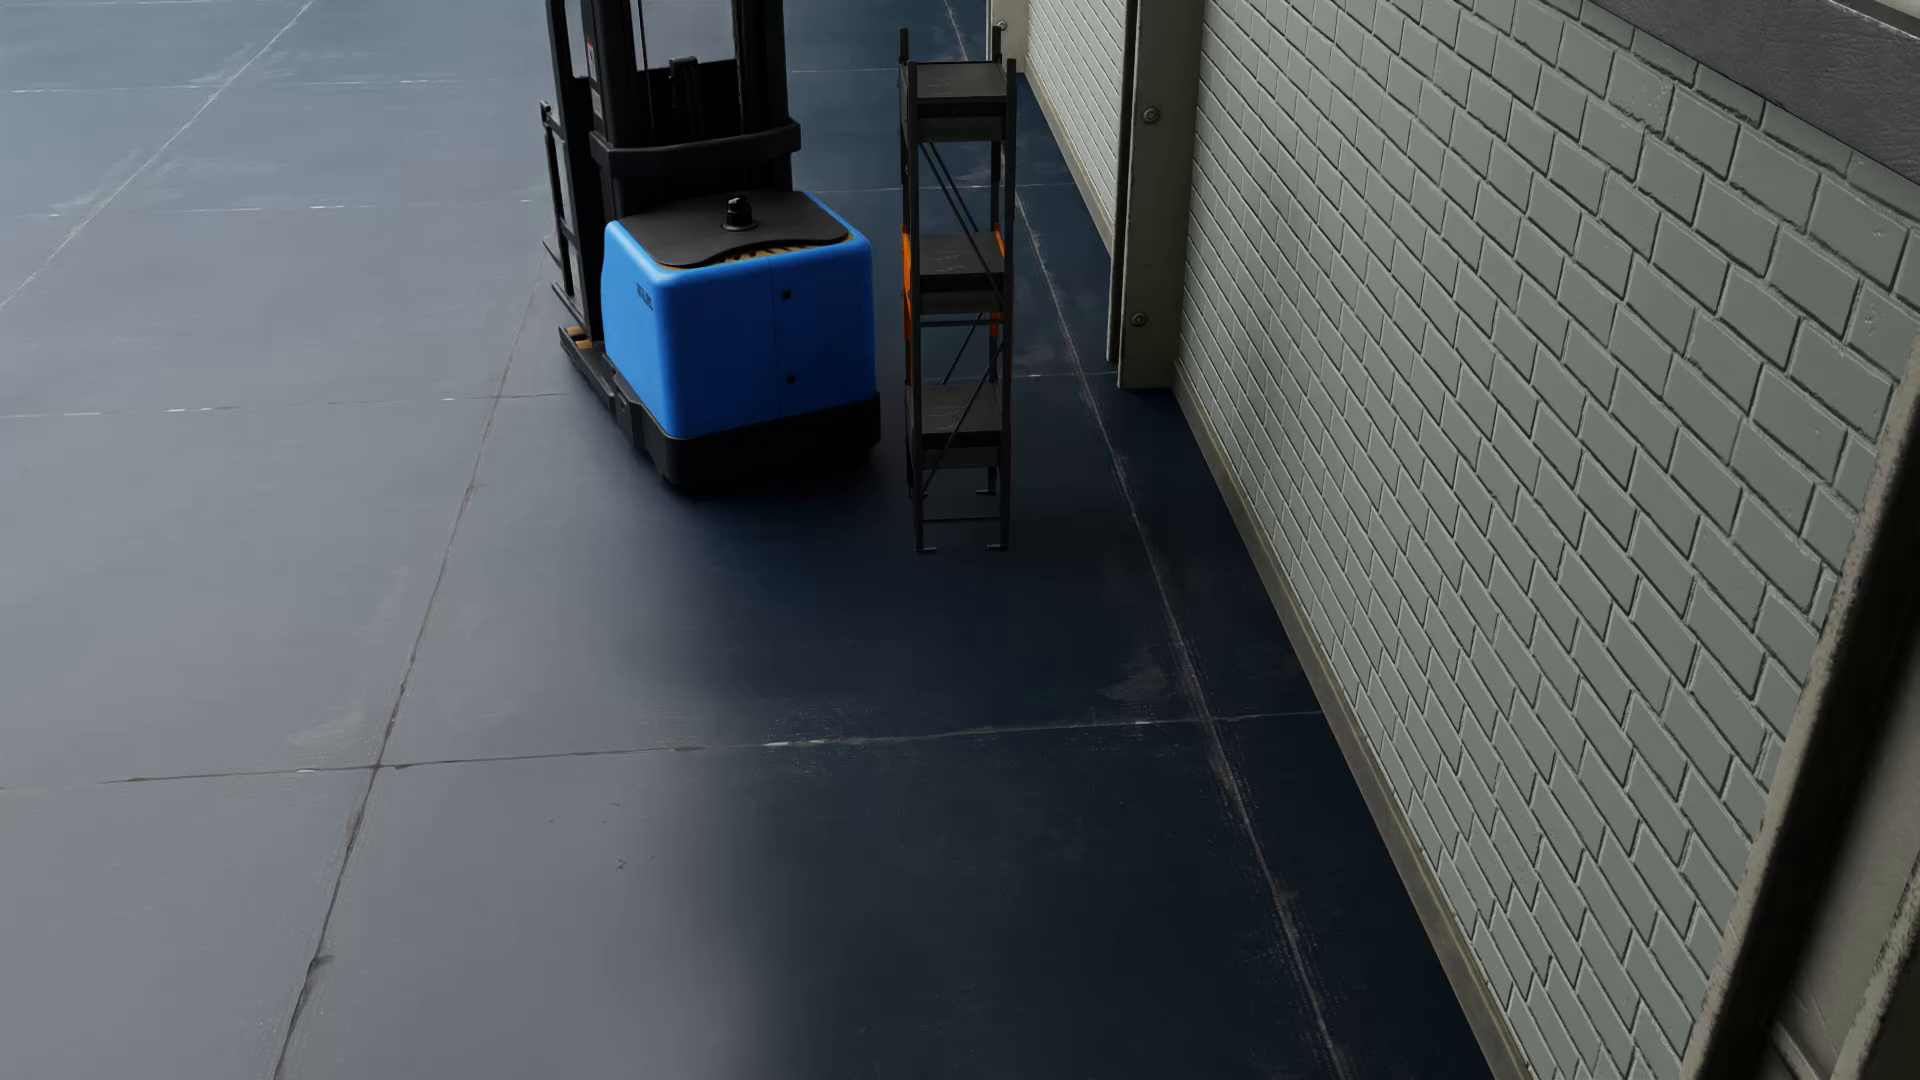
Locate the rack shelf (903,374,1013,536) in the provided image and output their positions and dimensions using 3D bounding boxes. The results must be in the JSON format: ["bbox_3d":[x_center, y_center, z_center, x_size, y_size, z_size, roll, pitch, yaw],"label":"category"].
[{"bbox_3d":[-0.015,-0.373,7.219,0.431,0.518,0.480,-3,31,-5],"label":"rack shelf"}]

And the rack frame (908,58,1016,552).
[{"bbox_3d":[0.007,-0.861,6.644,0.400,2.100,0.015,-3,31,-5],"label":"rack frame"}]

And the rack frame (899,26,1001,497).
[{"bbox_3d":[-0.038,-1.111,7.062,0.400,2.100,0.015,-3,31,-5],"label":"rack frame"}]

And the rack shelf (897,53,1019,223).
[{"bbox_3d":[-0.015,-1.575,6.501,0.431,0.518,0.480,-3,31,-5],"label":"rack shelf"}]

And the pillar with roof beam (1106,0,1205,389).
[{"bbox_3d":[-3.332,-4.543,6.081,9.100,9.000,0.400,-3,31,-5],"label":"pillar with roof beam"}]

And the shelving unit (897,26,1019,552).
[{"bbox_3d":[-0.015,-0.986,6.853,0.431,2.100,0.503,-3,31,-5],"label":"shelving unit"}]

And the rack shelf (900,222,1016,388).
[{"bbox_3d":[-0.015,-0.974,6.860,0.431,0.518,0.480,-3,31,-5],"label":"rack shelf"}]

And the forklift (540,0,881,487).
[{"bbox_3d":[-1.485,-2.233,8.131,1.130,2.935,3.031,-14,34,-22],"label":"forklift"}]

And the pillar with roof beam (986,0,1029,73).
[{"bbox_3d":[-3.893,-7.607,11.210,9.100,9.000,0.400,-3,31,-5],"label":"pillar with roof beam"}]
